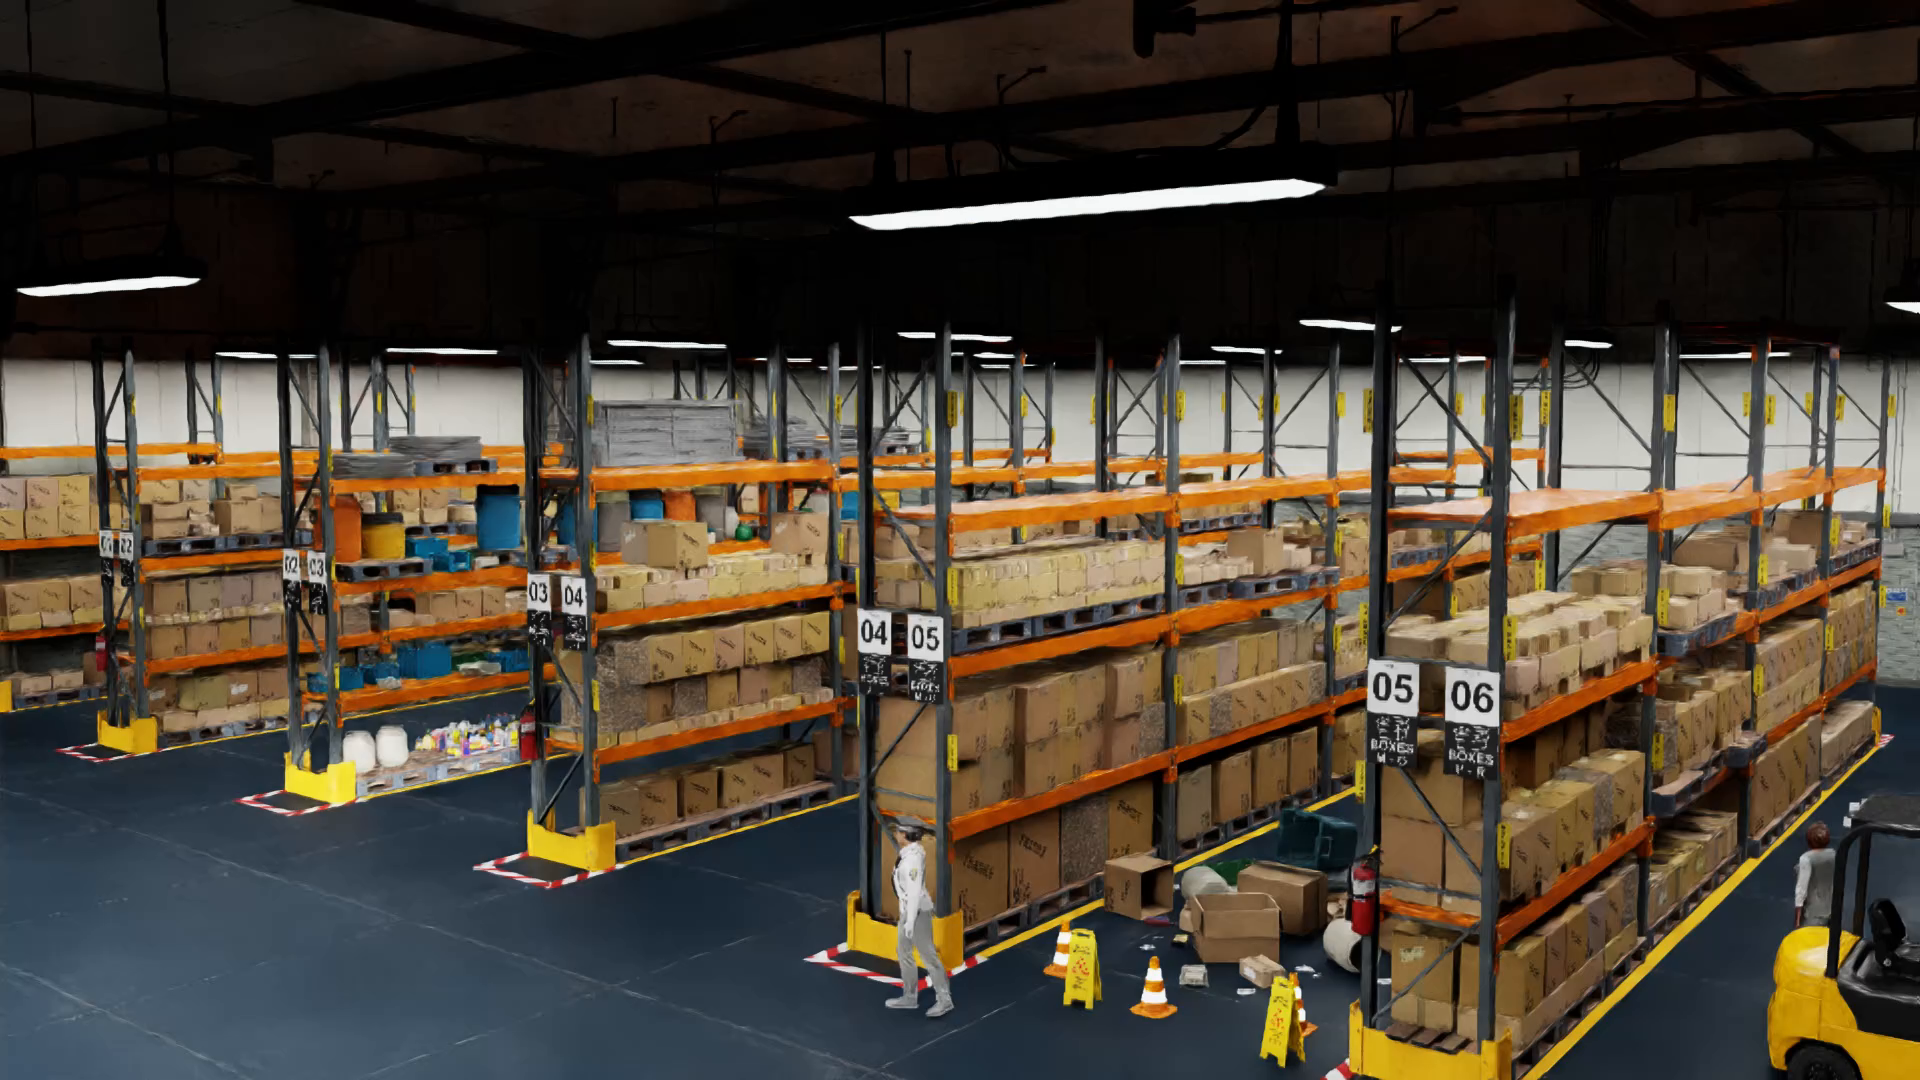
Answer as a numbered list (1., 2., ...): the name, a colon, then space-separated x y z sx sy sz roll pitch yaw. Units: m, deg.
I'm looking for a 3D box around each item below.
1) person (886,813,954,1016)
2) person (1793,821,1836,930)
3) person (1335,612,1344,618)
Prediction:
1. person: -0.342 3.130 13.946 0.568 1.662 0.506 0 5 -3
2. person: 7.146 3.144 13.950 0.467 1.599 0.454 -2 5 -22
3. person: 6.230 1.968 27.512 0.456 1.578 1.088 4 6 40
